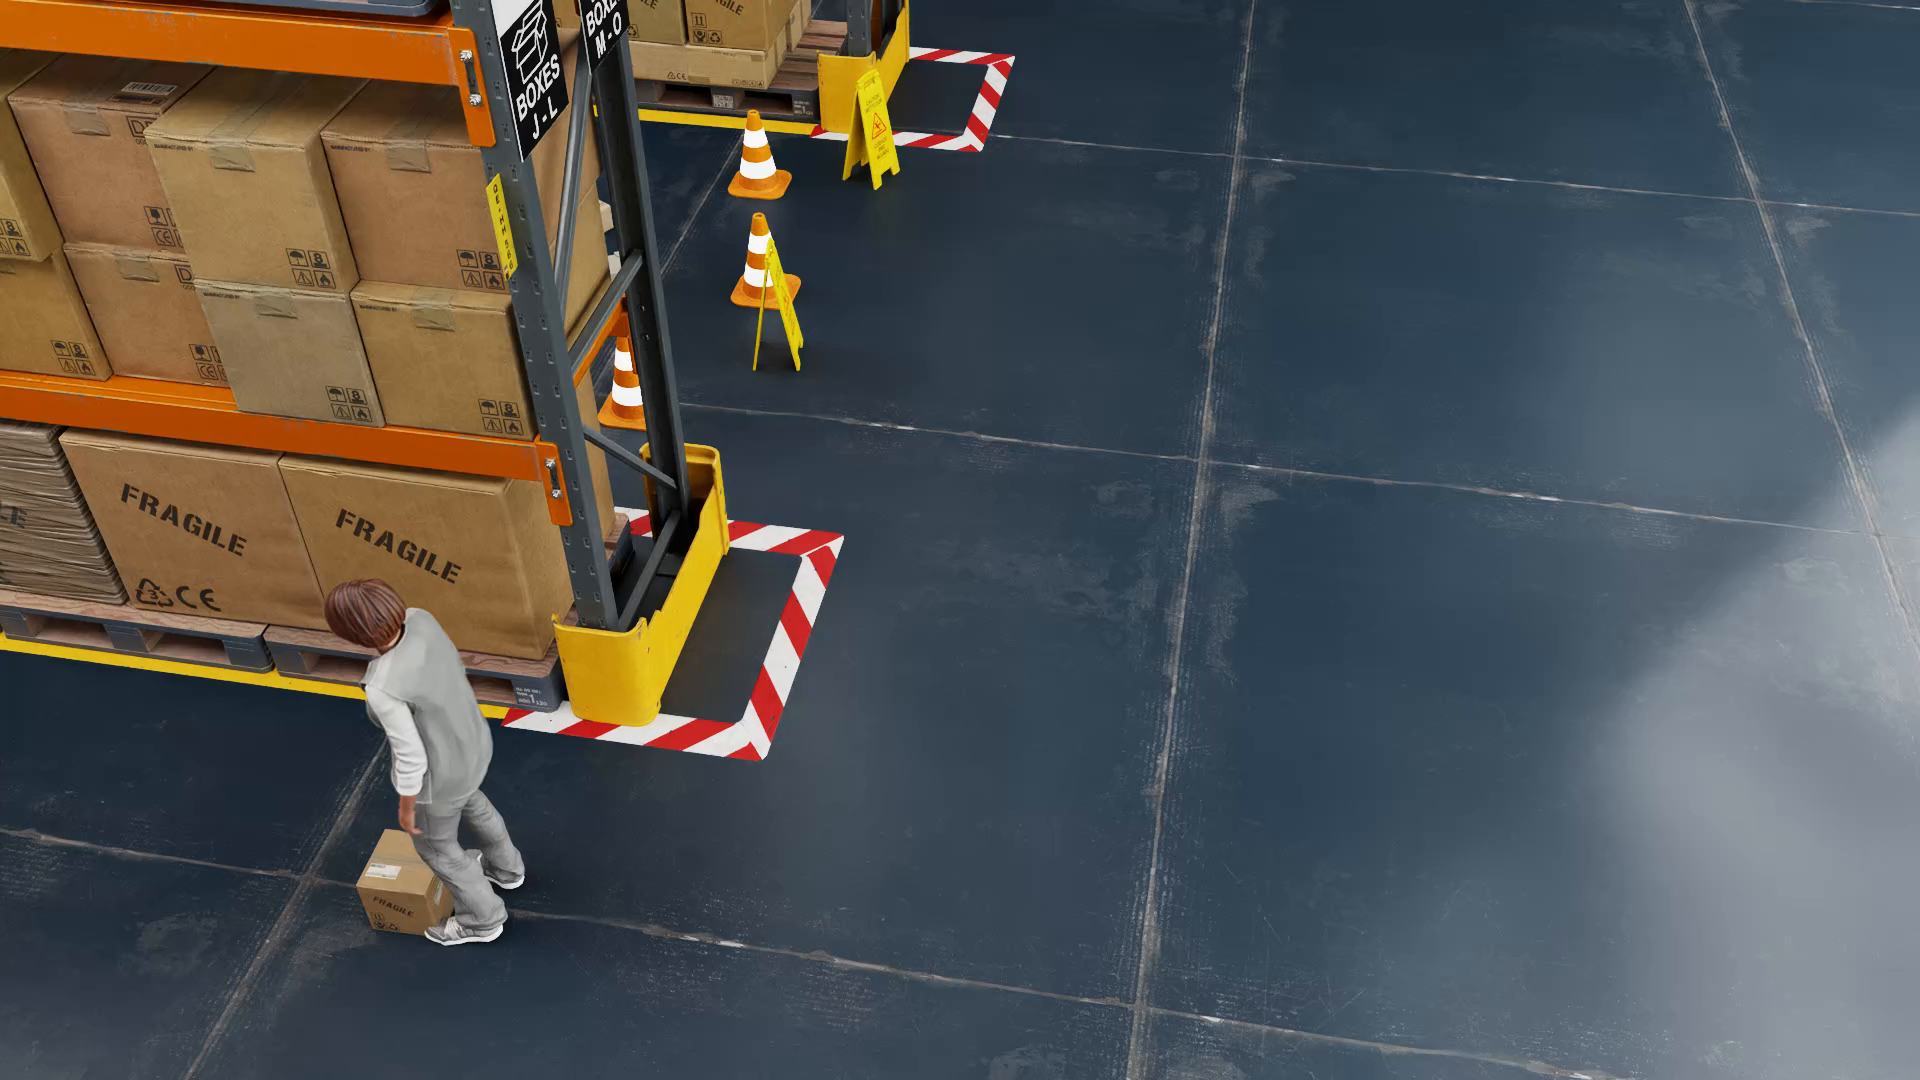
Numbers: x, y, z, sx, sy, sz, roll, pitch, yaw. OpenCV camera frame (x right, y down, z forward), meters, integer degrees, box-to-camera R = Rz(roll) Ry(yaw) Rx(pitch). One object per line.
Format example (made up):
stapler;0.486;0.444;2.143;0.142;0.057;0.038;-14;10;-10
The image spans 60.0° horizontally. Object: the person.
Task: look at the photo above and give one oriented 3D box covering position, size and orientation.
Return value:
person;-1.681;0.717;5.344;0.344;1.593;0.485;4;41;5
